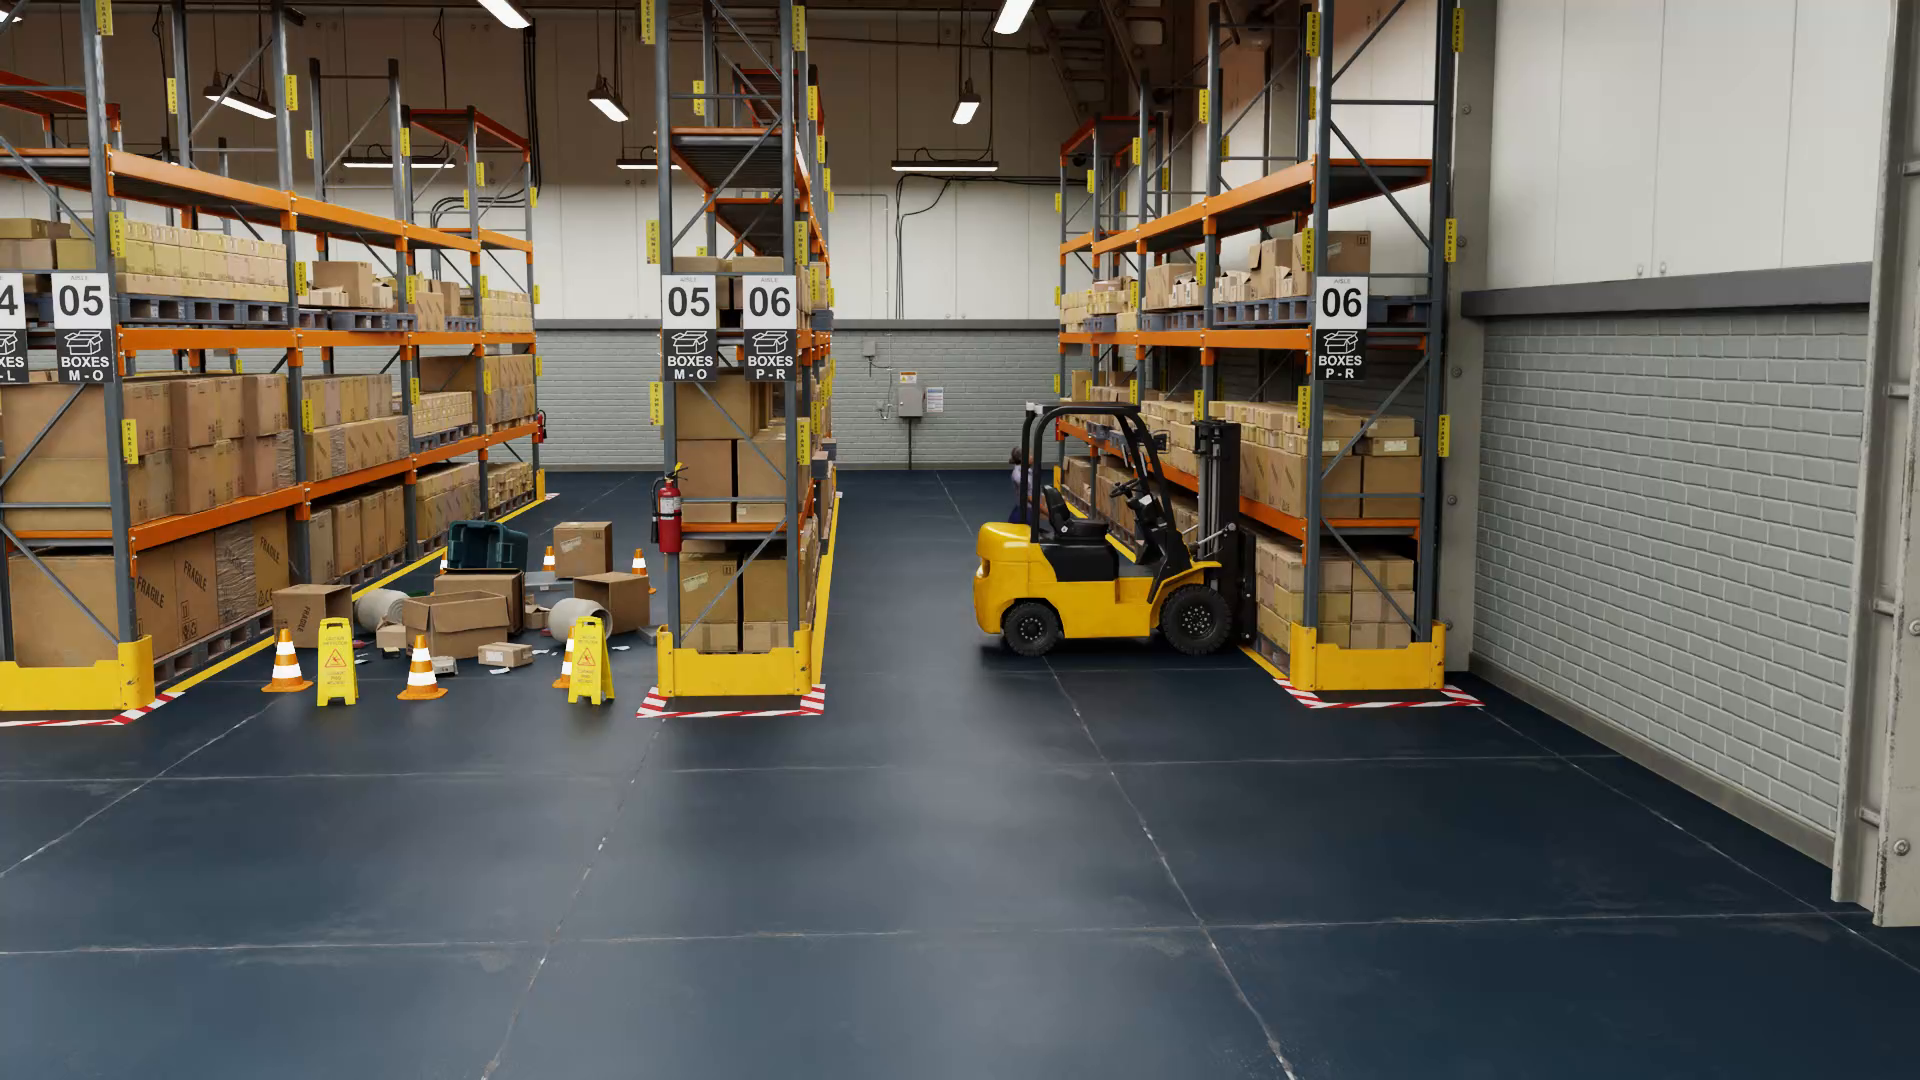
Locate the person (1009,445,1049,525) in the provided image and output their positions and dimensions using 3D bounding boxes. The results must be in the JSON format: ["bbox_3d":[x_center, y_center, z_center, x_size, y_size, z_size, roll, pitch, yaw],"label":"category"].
[{"bbox_3d":[0.763,-0.150,17.181,0.513,1.614,0.453,0,7,-3],"label":"person"}]
